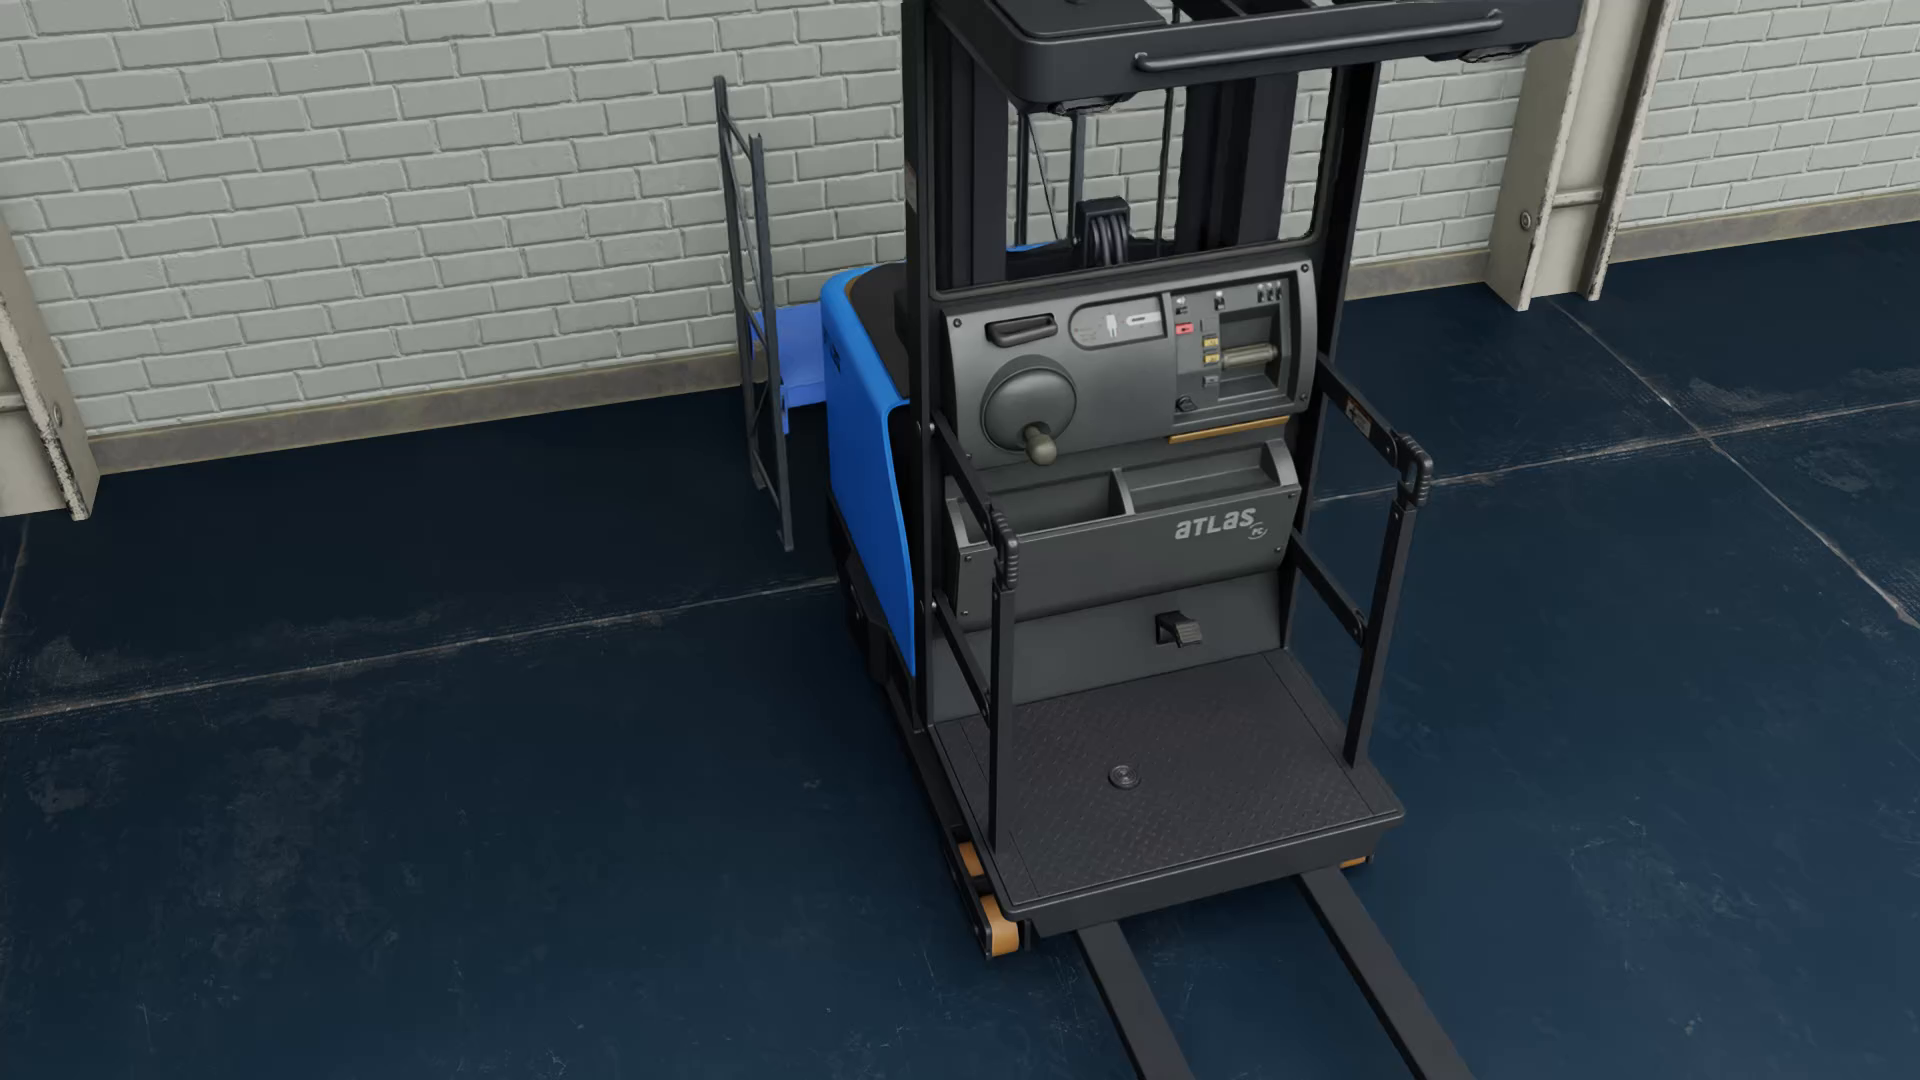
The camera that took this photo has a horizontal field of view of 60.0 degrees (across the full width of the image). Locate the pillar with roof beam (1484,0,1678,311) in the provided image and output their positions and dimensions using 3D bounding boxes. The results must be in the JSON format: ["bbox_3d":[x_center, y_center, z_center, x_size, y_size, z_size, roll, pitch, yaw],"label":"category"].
[{"bbox_3d":[3.621,-2.135,1.134,0.400,9.000,9.100,-9,38,-12],"label":"pillar with roof beam"}]

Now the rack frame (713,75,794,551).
[{"bbox_3d":[-0.668,-0.704,5.436,0.032,1.500,0.500,-12,39,-16],"label":"rack frame"}]

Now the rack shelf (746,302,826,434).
[{"bbox_3d":[-0.189,-0.665,5.681,1.000,0.185,0.538,-12,39,-16],"label":"rack shelf"}]

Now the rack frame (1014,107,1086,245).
[{"bbox_3d":[0.289,-0.912,5.708,0.032,1.500,0.500,-12,39,-16],"label":"rack frame"}]

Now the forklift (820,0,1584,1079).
[{"bbox_3d":[0.487,-0.357,3.804,1.130,2.935,3.031,-11,39,-14],"label":"forklift"}]

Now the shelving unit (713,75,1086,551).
[{"bbox_3d":[-0.189,-0.808,5.572,1.048,1.500,0.538,-12,39,-16],"label":"shelving unit"}]
